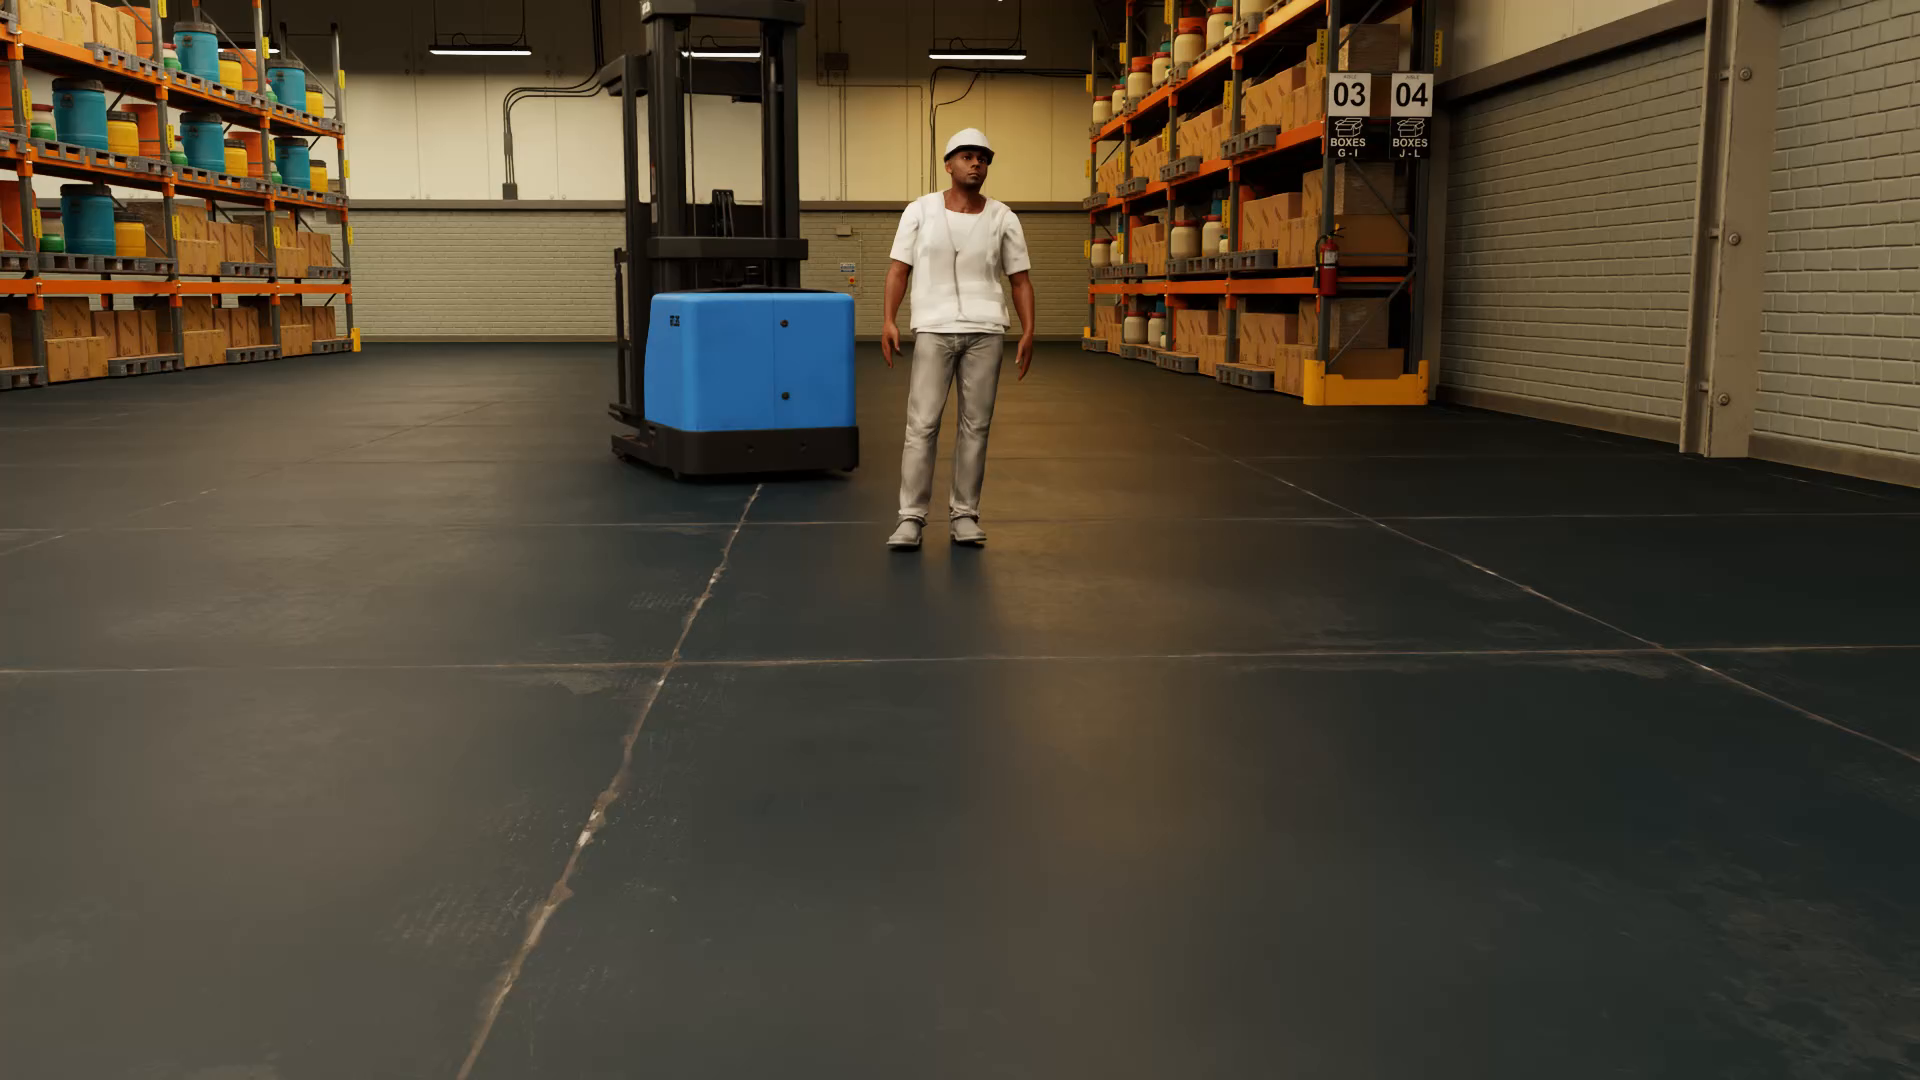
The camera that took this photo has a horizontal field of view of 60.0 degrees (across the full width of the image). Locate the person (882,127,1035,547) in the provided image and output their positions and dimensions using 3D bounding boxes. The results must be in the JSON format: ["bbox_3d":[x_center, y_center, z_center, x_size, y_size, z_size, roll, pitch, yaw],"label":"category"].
[{"bbox_3d":[-0.002,-0.871,7.110,0.665,1.765,0.577,-1,8,-4],"label":"person"}]

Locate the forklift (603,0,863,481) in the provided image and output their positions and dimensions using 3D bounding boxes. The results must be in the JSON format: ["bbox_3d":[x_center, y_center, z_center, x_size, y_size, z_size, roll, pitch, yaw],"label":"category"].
[{"bbox_3d":[-1.608,-1.962,10.548,1.130,2.935,3.031,-4,9,-23],"label":"forklift"}]
